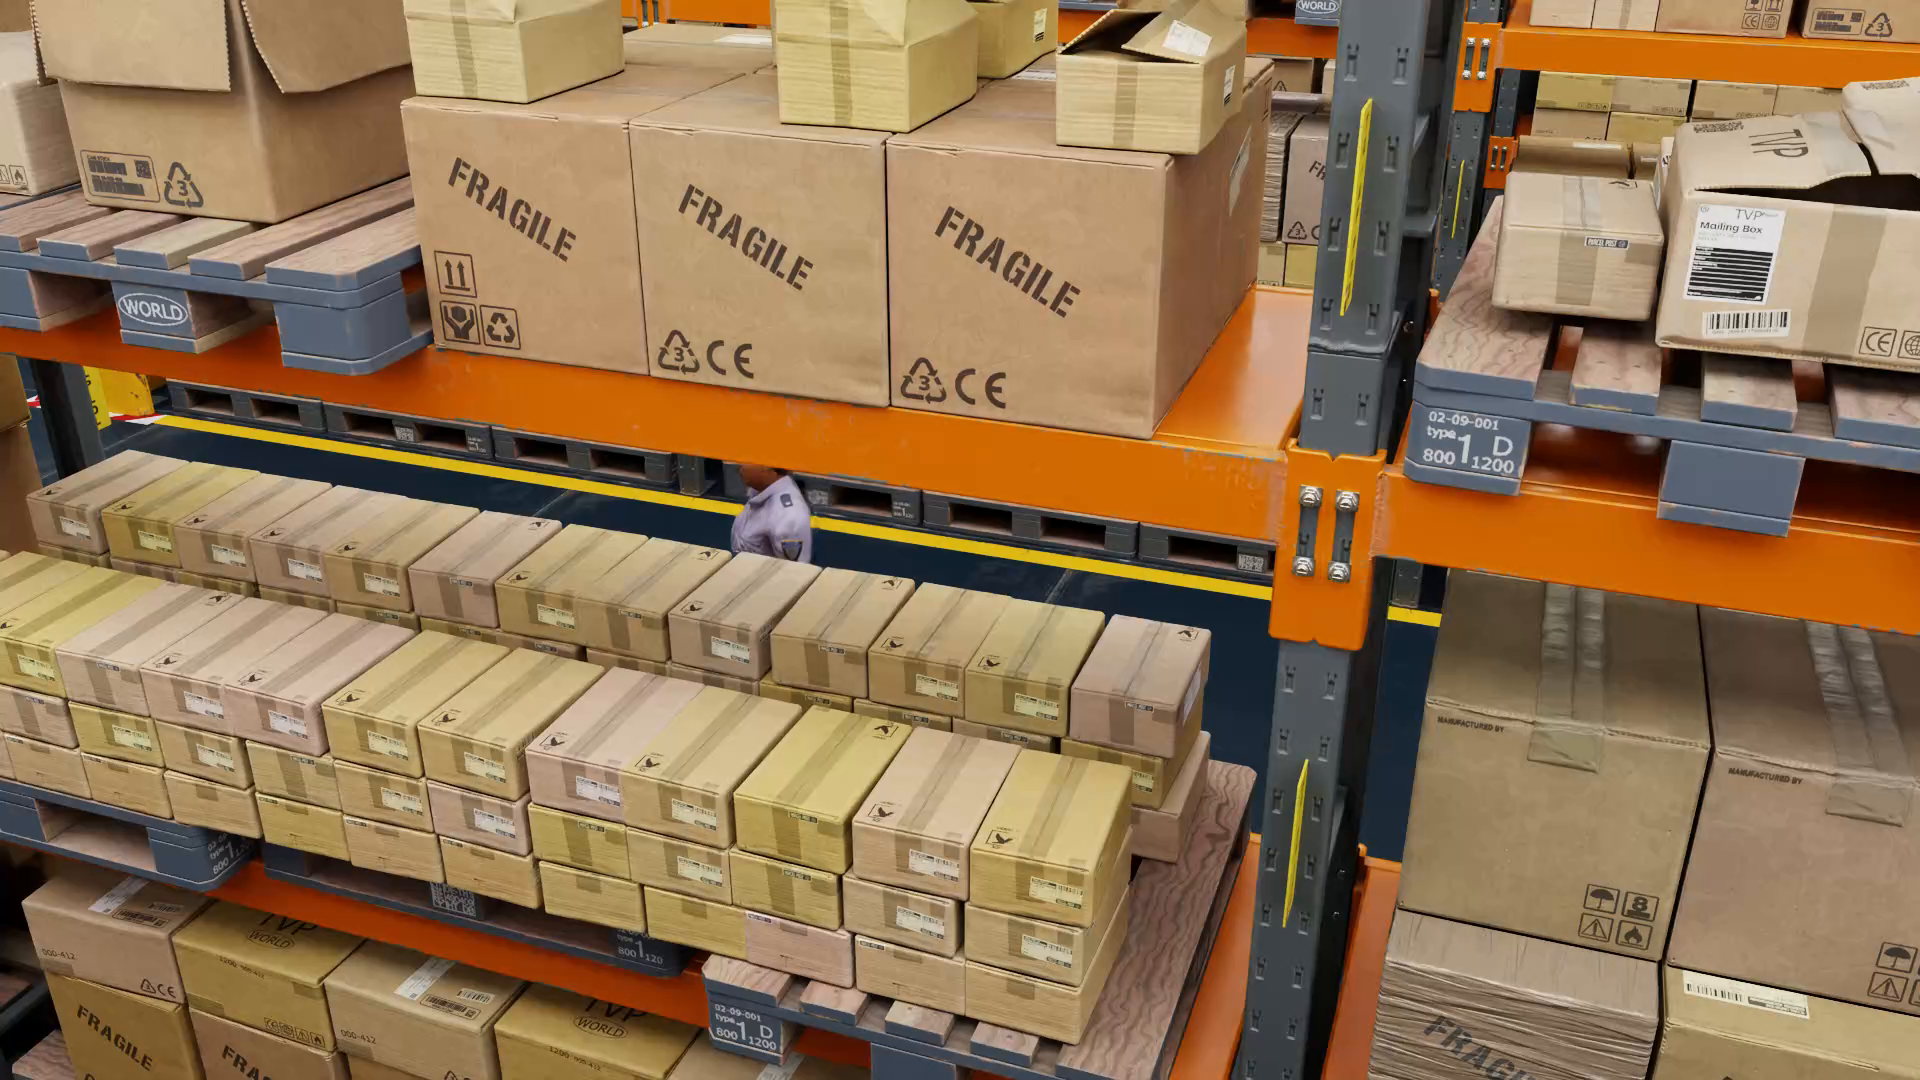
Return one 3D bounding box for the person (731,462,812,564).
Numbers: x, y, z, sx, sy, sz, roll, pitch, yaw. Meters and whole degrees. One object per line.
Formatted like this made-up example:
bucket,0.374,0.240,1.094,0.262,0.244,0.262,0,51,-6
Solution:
person,-0.640,0.313,6.494,0.613,1.637,0.561,-9,27,-18
